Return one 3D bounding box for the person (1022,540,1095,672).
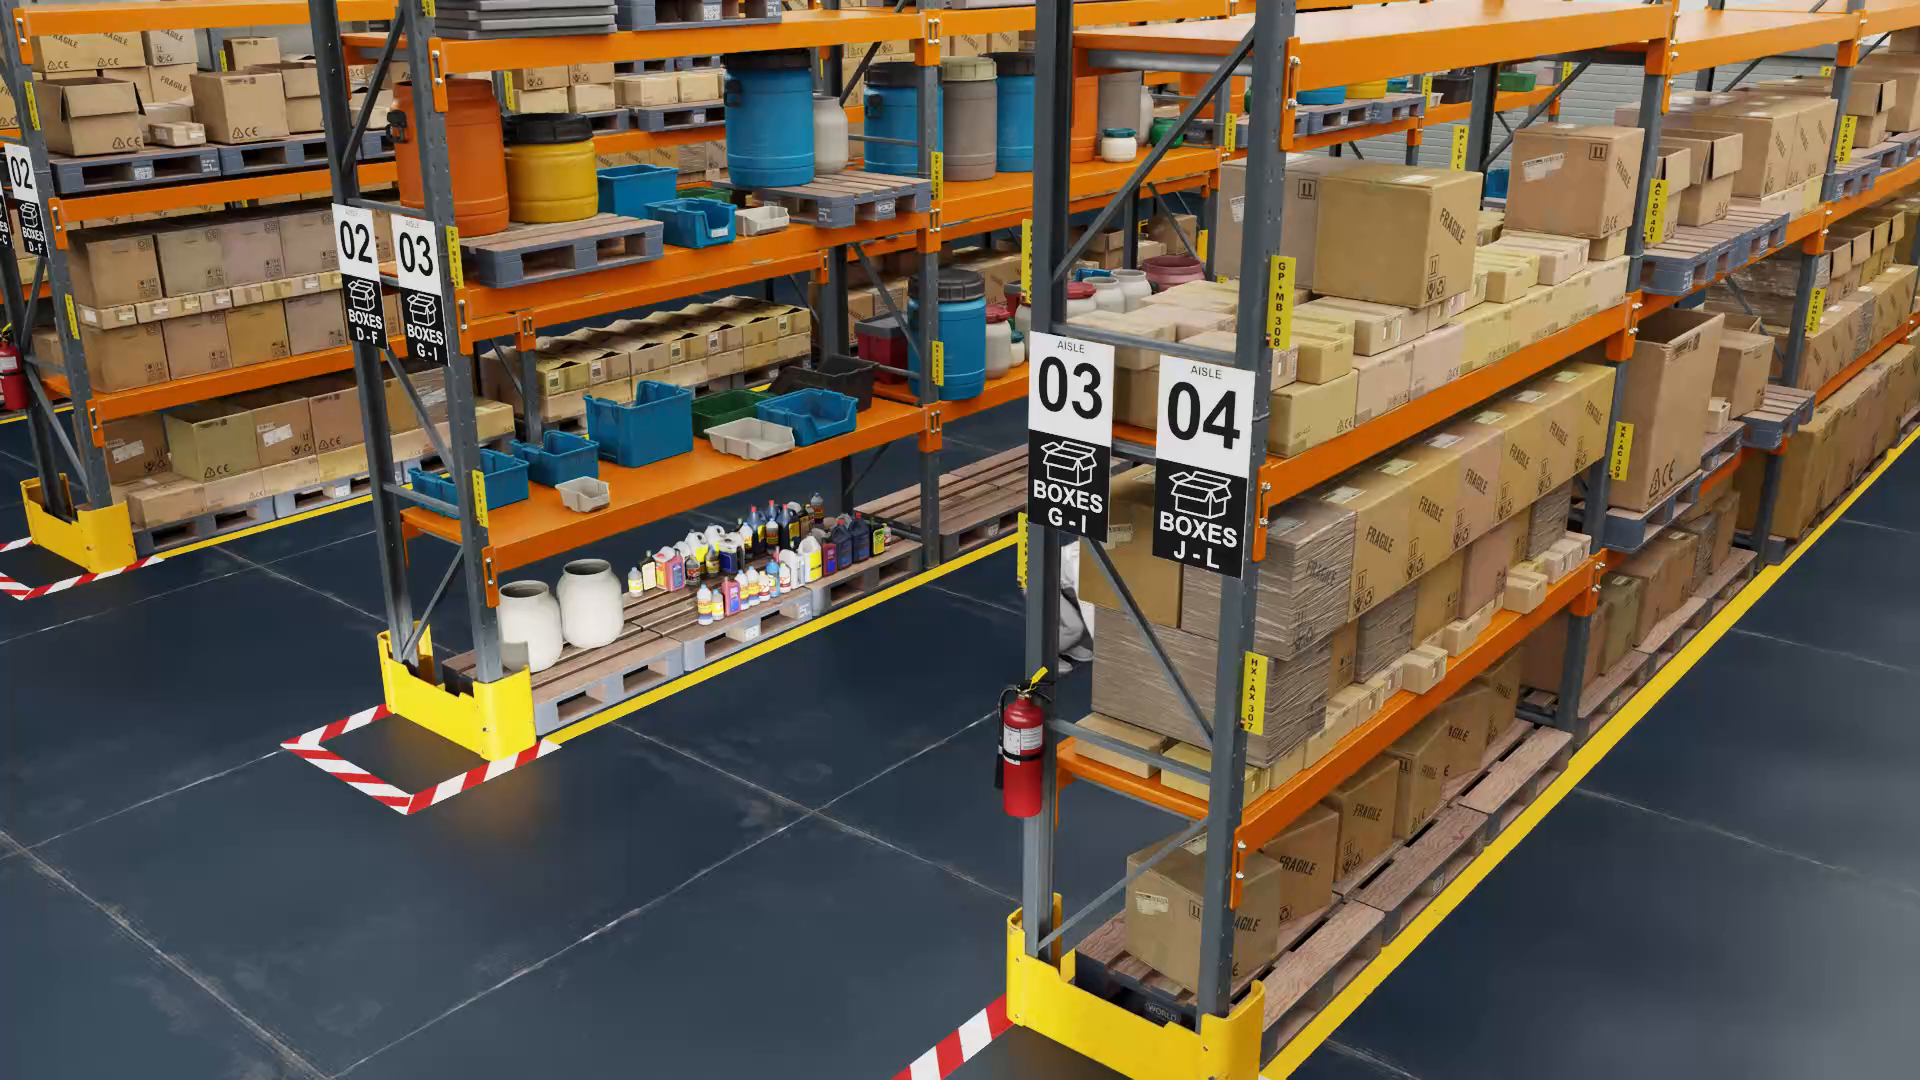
[{"bbox_3d":[0.814,0.355,11.032,0.820,1.036,0.499,16,26,36],"label":"person"}]
